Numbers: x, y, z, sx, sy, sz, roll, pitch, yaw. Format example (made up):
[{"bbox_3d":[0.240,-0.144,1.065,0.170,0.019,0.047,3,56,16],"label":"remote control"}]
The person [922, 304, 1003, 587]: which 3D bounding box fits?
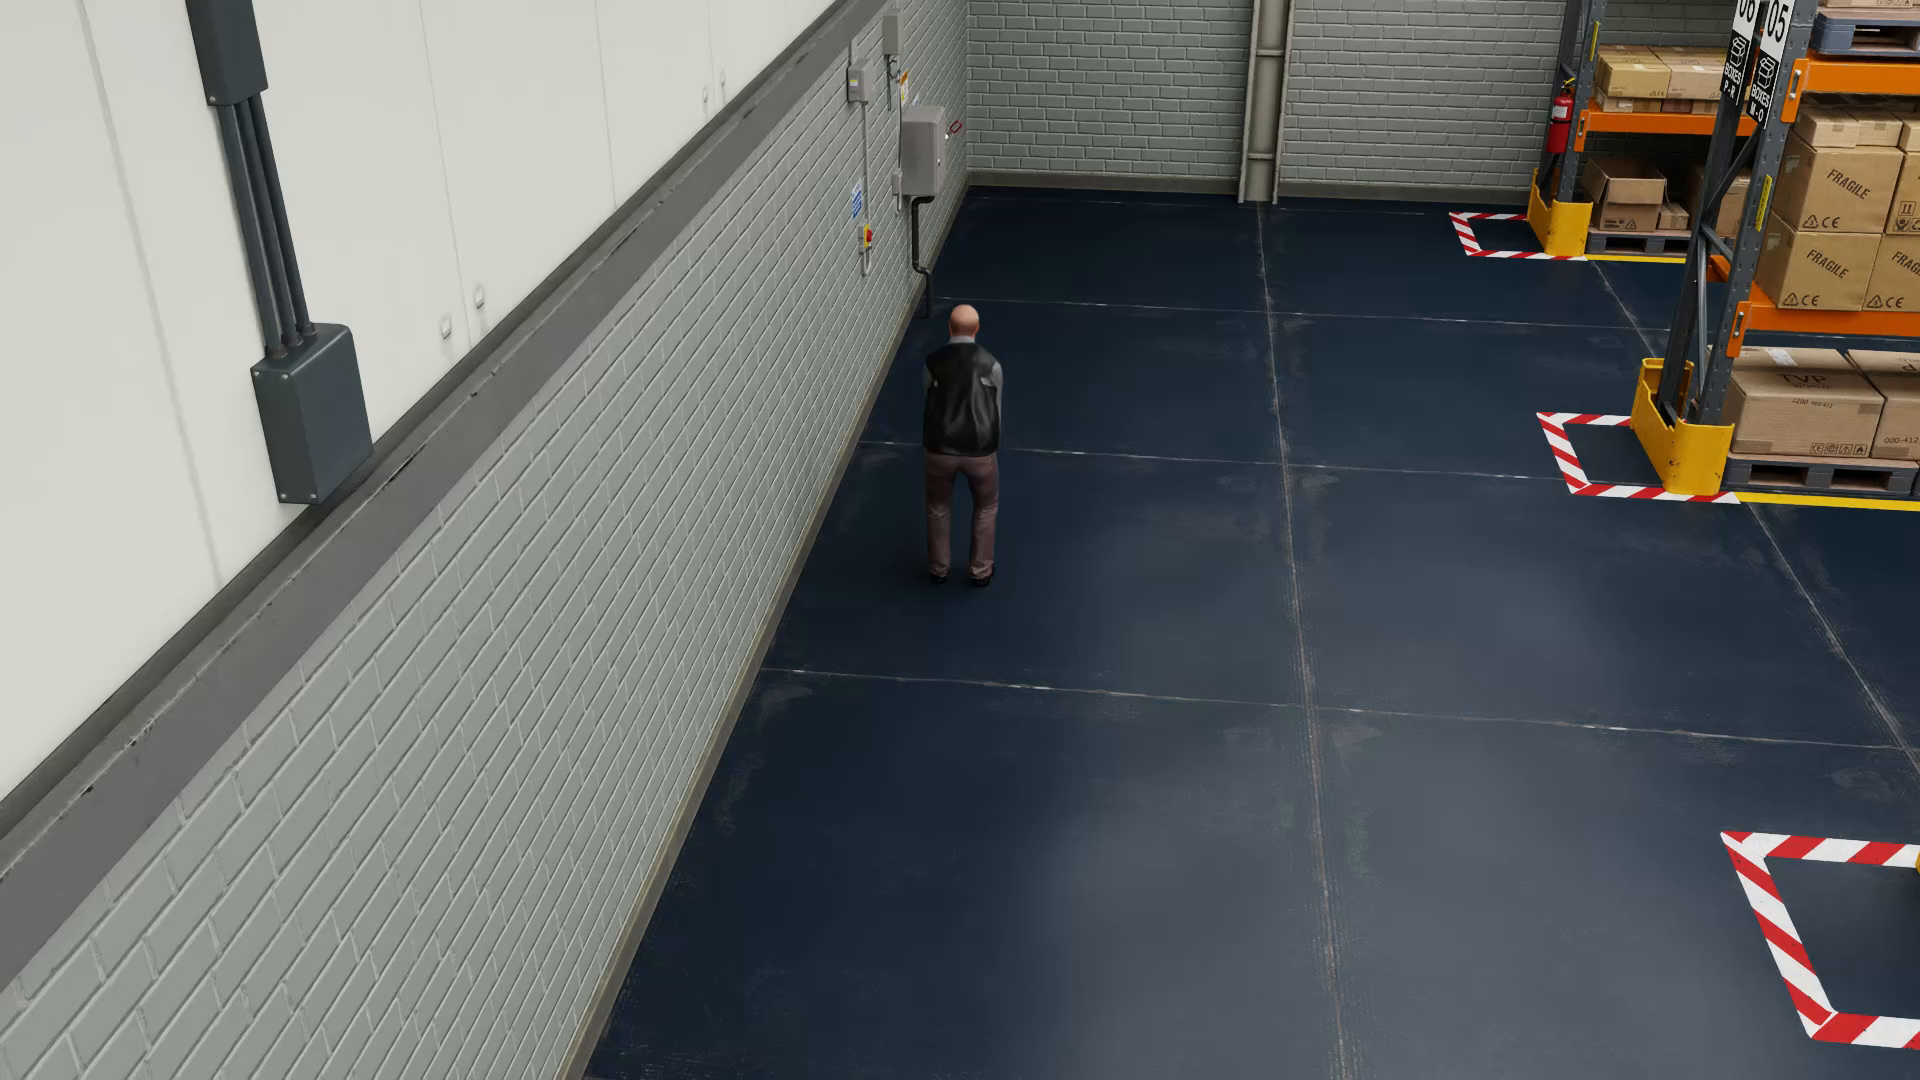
[{"bbox_3d":[0.005,-0.539,9.772,0.473,1.616,0.644,3,28,5],"label":"person"}]
